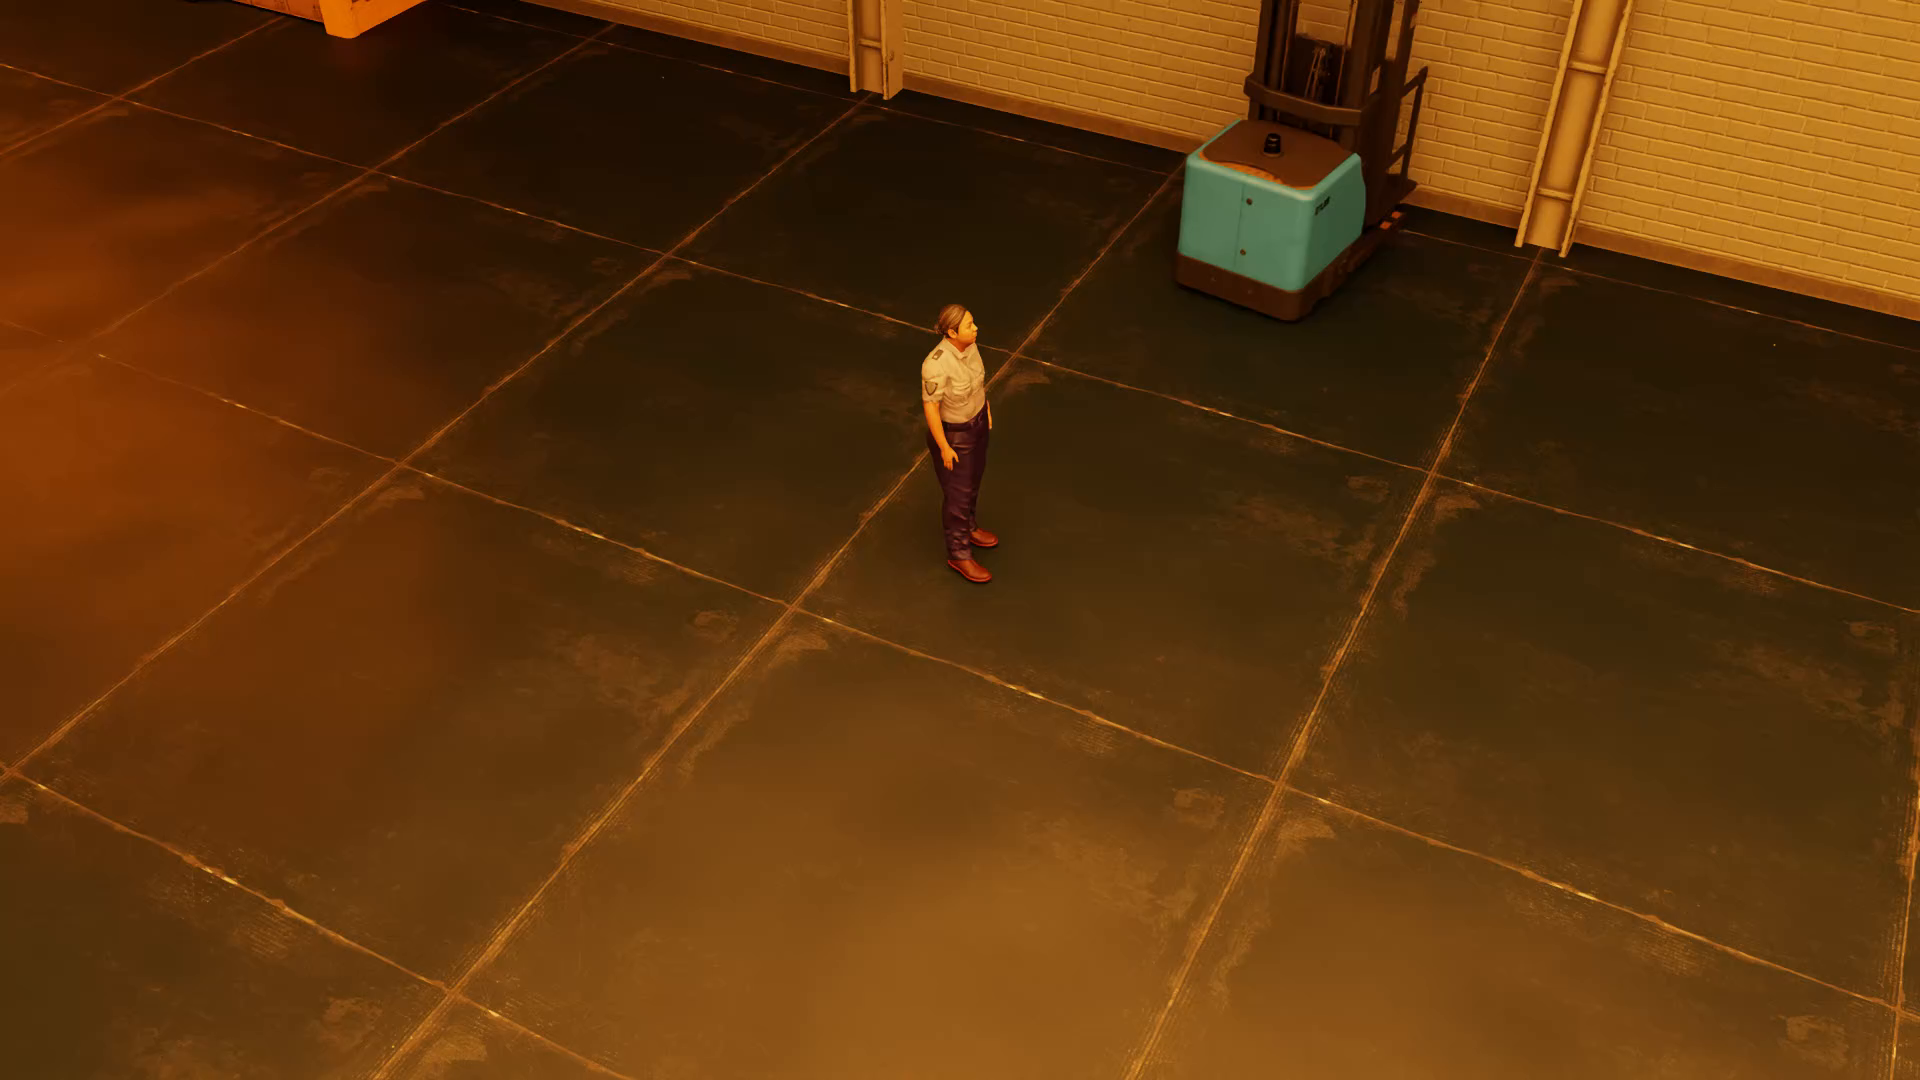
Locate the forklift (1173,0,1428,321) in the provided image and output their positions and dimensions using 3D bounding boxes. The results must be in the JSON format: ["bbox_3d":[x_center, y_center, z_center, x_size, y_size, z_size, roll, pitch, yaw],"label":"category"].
[{"bbox_3d":[2.872,-3.613,12.276,1.130,2.935,3.031,25,46,27],"label":"forklift"}]

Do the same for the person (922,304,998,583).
[{"bbox_3d":[0.069,-0.593,9.682,0.503,1.640,0.598,18,43,21],"label":"person"}]
